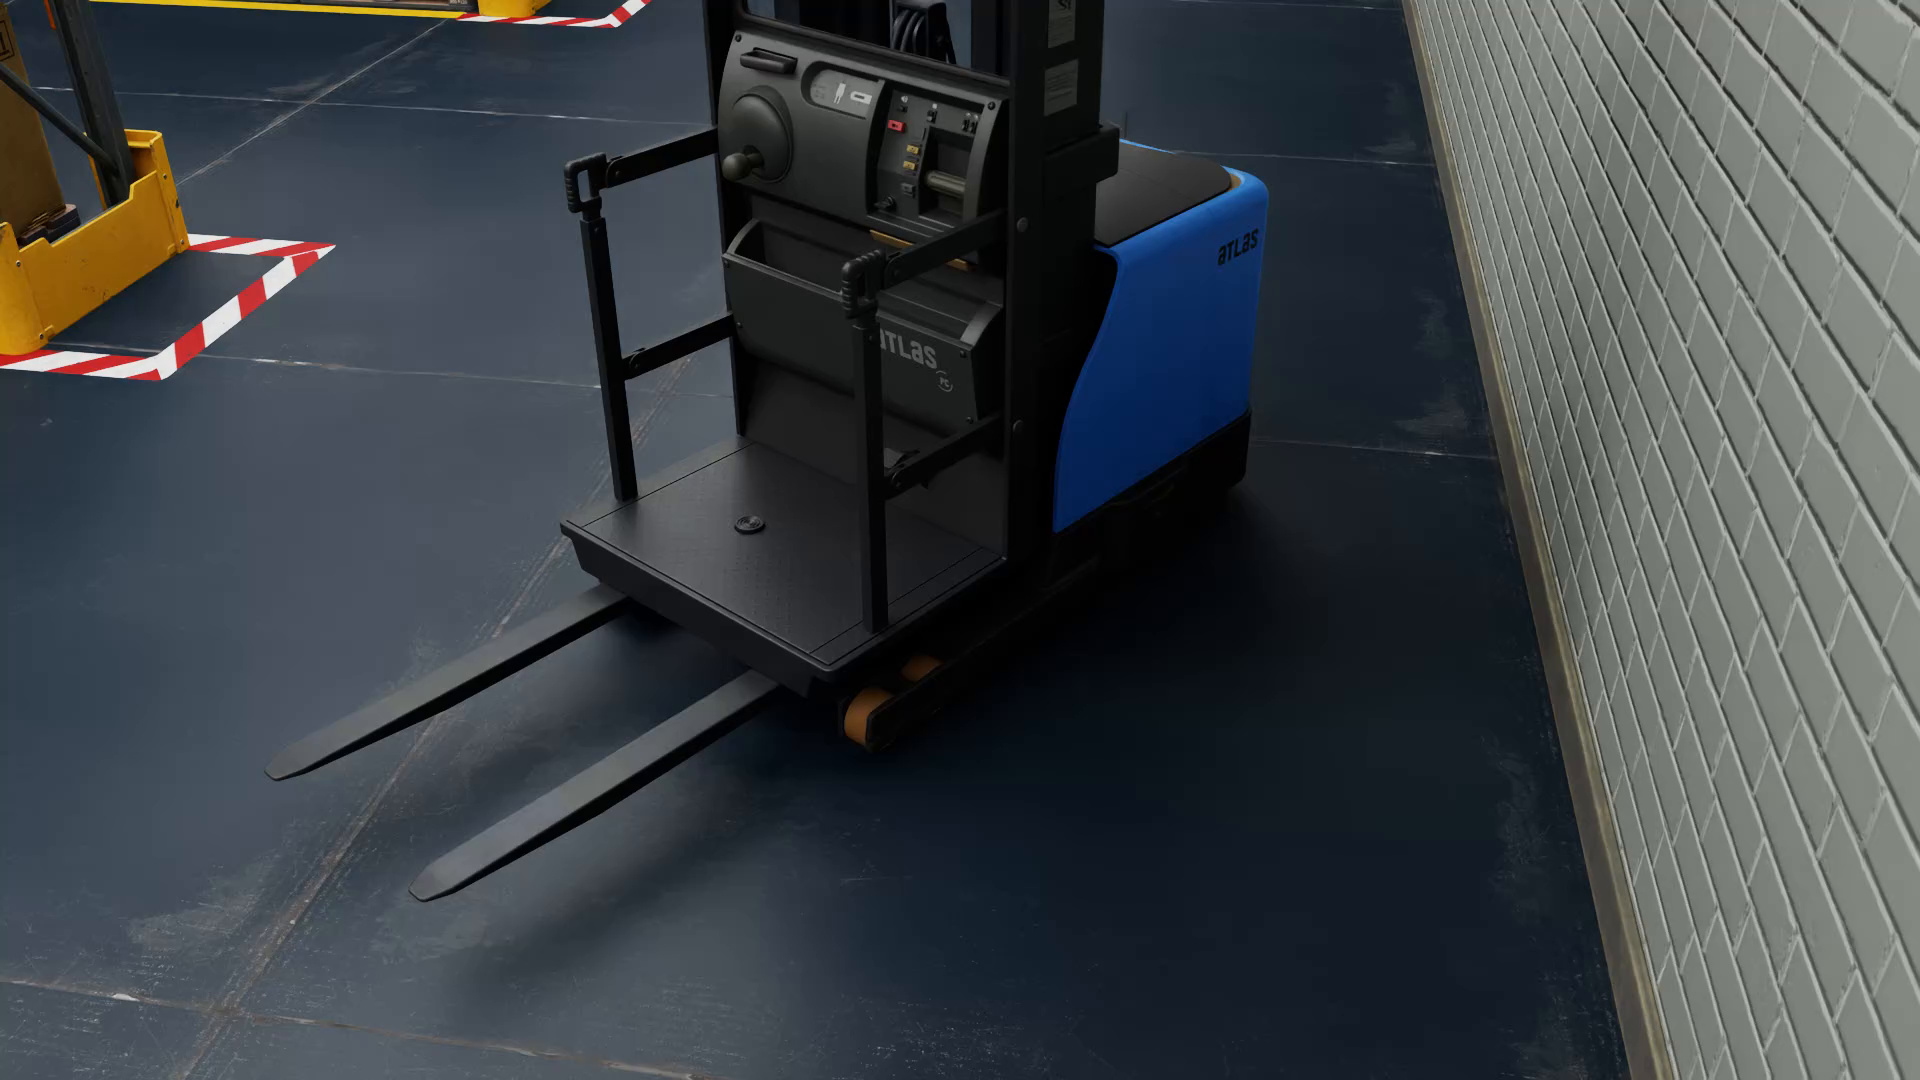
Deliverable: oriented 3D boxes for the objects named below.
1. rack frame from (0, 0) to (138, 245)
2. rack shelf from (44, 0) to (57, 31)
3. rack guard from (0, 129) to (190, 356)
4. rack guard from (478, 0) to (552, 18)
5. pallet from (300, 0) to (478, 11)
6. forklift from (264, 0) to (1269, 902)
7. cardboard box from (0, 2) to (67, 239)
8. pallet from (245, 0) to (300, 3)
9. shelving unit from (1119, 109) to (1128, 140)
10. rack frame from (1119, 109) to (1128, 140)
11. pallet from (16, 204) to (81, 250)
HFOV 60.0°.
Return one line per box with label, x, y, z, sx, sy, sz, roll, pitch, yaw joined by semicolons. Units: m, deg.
rack frame;-3.666;-2.297;6.093;0.127;3.000;1.000;5;32;8
rack shelf;-5.637;-2.171;6.569;4.000;0.370;1.077;5;32;8
rack guard;-3.642;-1.235;6.752;0.348;0.500;1.175;5;32;8
rack guard;-2.807;-3.832;10.902;0.348;0.500;1.175;5;32;8
pallet;-3.639;-3.799;11.121;1.213;0.211;1.003;5;32;8
forklift;-0.411;-0.994;4.076;1.130;2.935;3.031;25;40;34
cardboard box;-4.310;-1.590;6.569;0.875;0.875;0.875;5;32;8
pallet;-4.838;-3.909;11.297;1.213;0.211;1.003;5;32;8
shelving unit;0.403;-0.980;5.826;0.215;1.050;0.252;25;40;34
rack frame;0.484;-1.029;5.904;0.200;1.050;0.008;25;40;34
pallet;-4.467;-1.145;6.881;1.213;0.211;1.003;5;32;8
